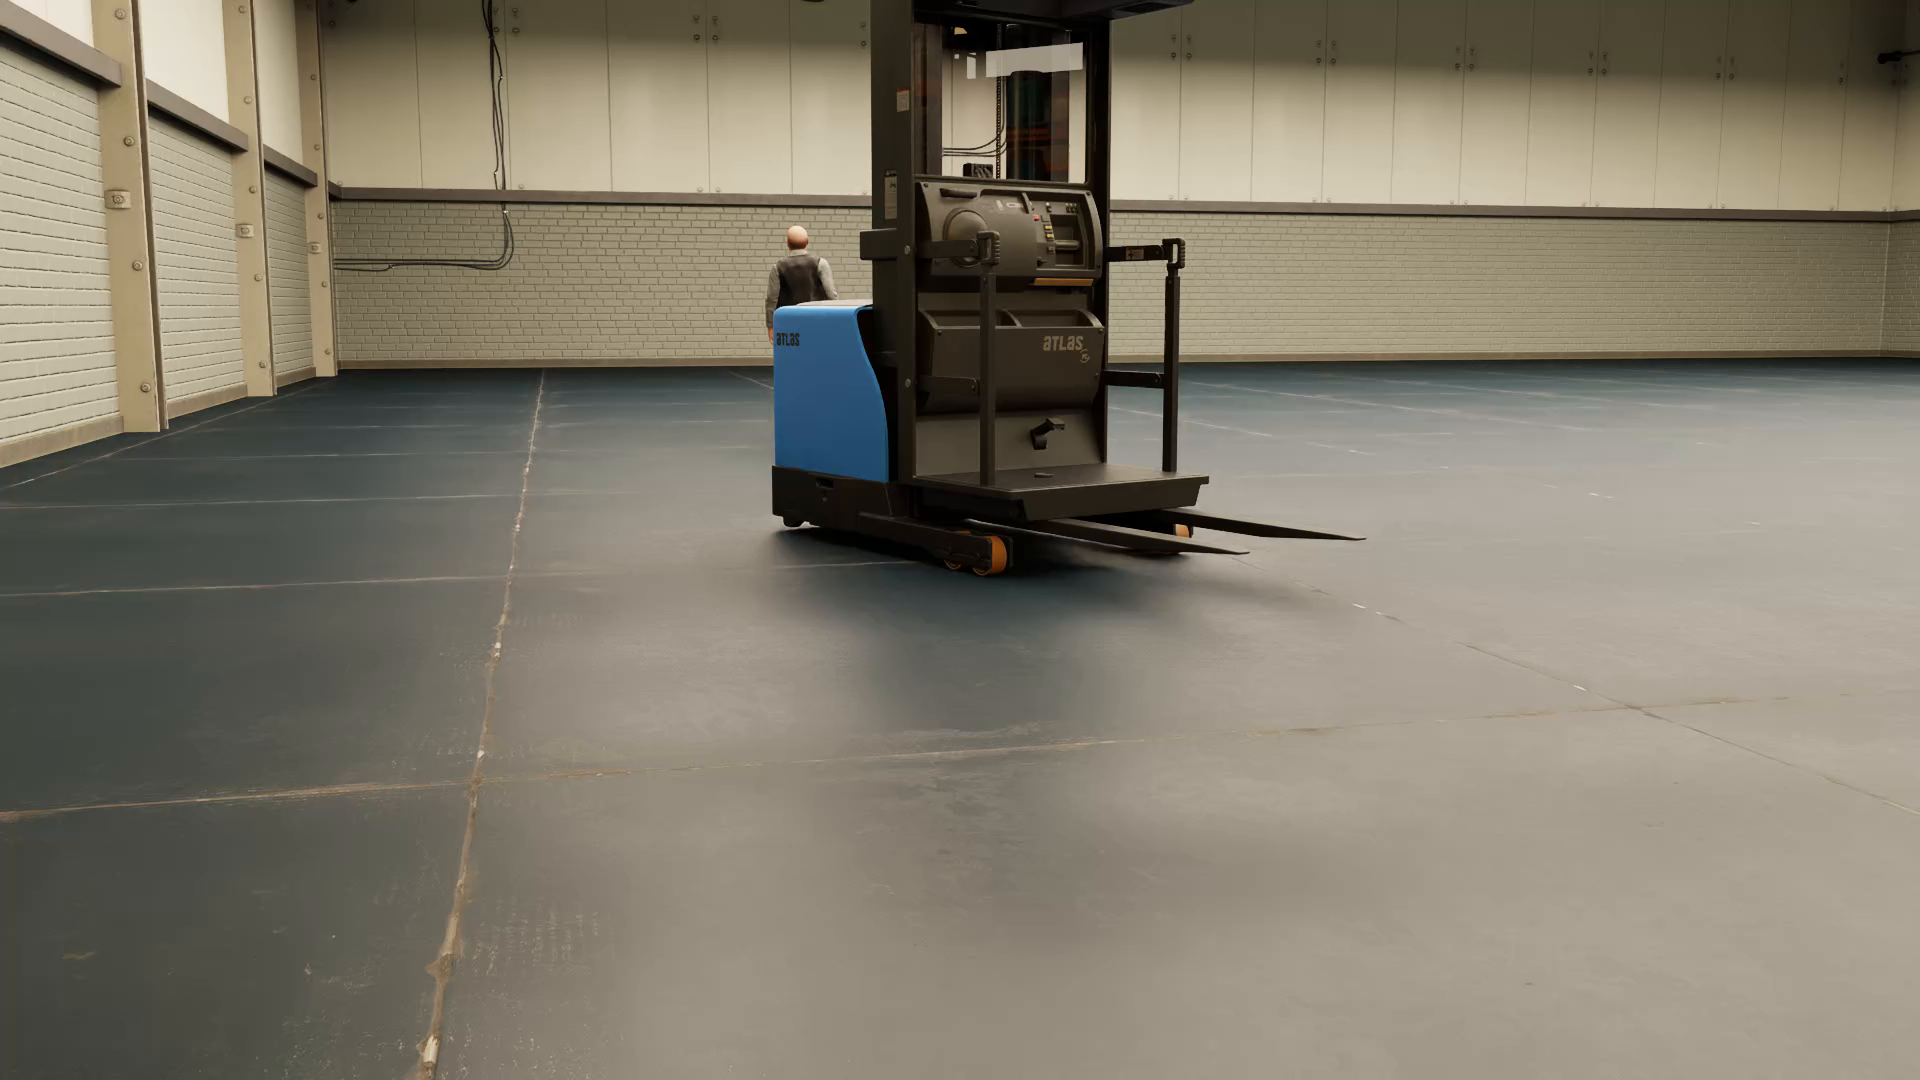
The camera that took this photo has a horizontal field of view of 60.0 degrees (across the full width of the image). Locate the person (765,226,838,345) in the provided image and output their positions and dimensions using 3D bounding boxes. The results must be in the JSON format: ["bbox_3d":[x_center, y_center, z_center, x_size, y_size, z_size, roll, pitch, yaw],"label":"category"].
[{"bbox_3d":[-1.298,-1.741,13.876,0.632,1.720,0.569,0,8,-2],"label":"person"}]

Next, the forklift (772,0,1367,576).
[{"bbox_3d":[0.355,-1.383,7.015,1.130,2.935,3.031,-6,10,-35],"label":"forklift"}]
